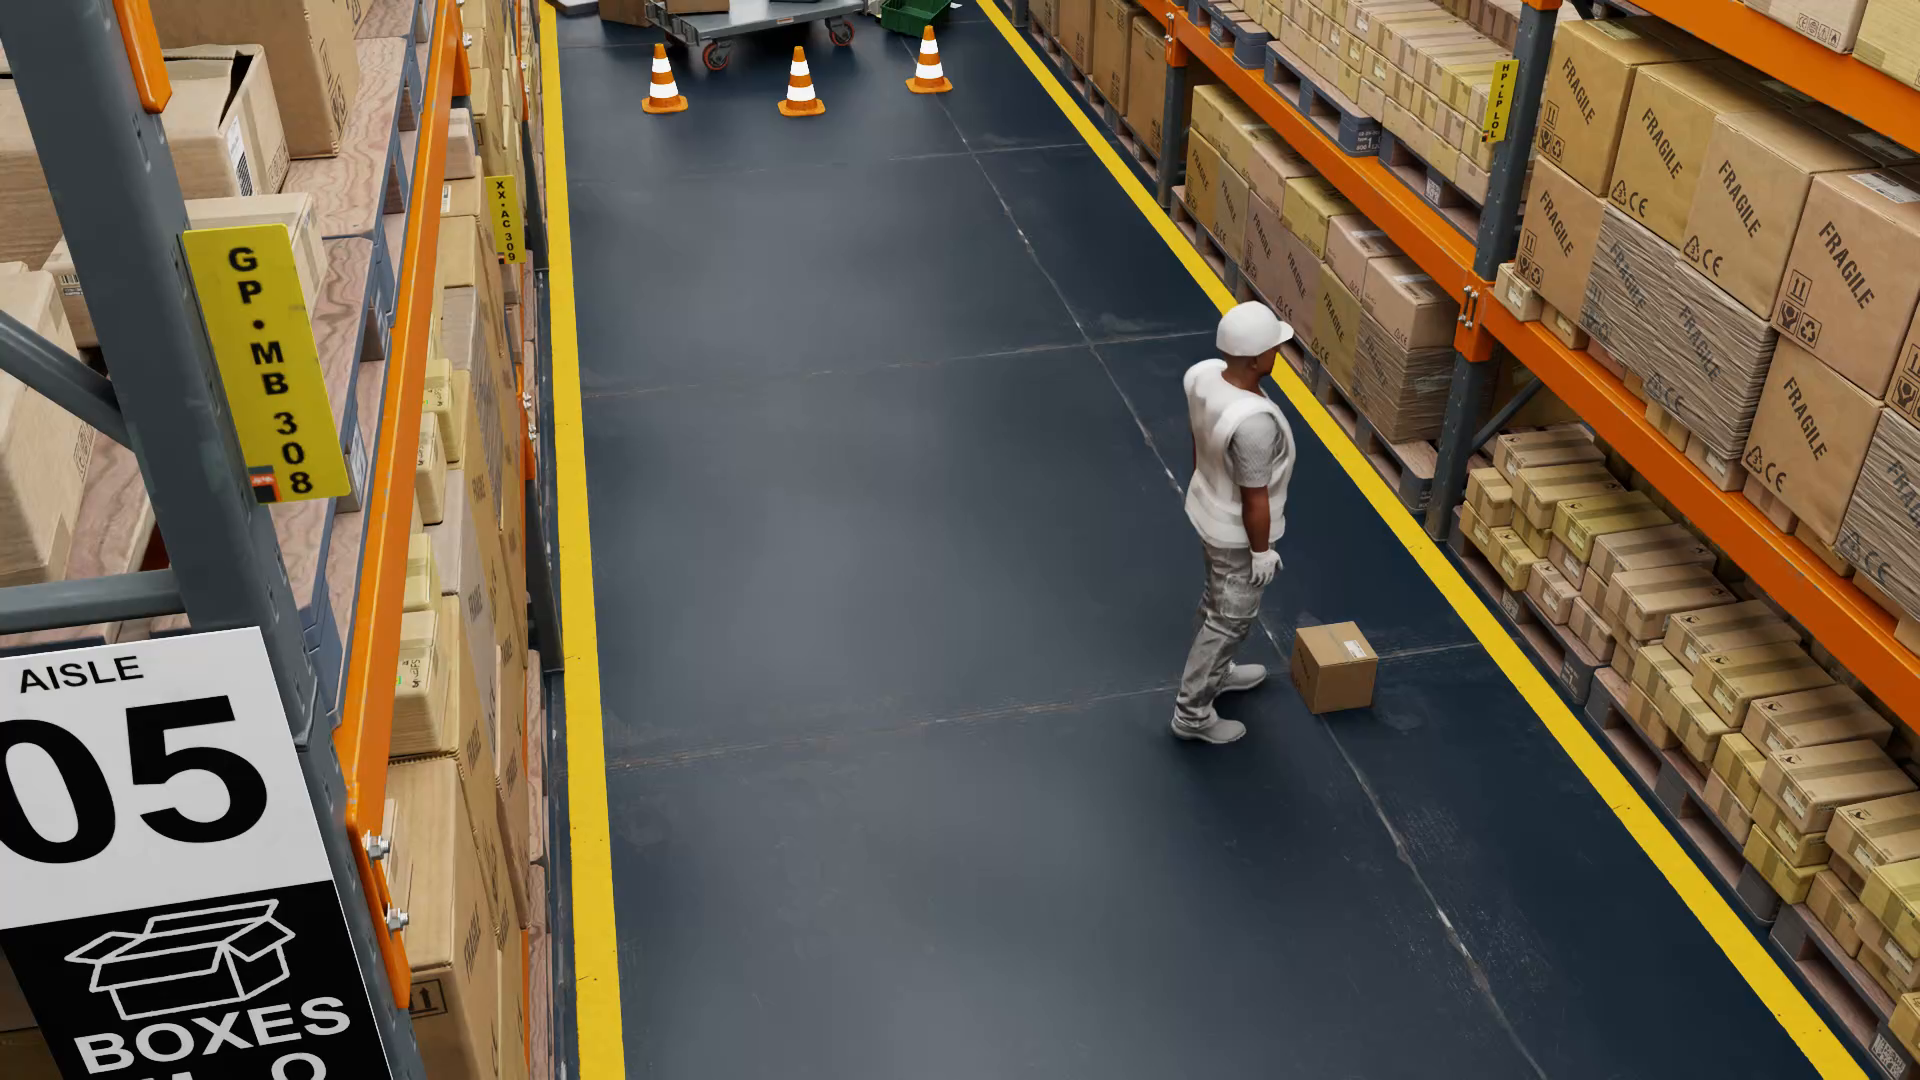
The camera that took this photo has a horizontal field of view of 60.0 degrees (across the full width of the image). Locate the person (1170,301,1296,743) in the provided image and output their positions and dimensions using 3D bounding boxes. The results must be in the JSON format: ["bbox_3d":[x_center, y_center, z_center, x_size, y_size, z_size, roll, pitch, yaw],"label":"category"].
[{"bbox_3d":[1.043,-0.062,6.227,0.497,1.806,0.558,-7,35,-10],"label":"person"}]
